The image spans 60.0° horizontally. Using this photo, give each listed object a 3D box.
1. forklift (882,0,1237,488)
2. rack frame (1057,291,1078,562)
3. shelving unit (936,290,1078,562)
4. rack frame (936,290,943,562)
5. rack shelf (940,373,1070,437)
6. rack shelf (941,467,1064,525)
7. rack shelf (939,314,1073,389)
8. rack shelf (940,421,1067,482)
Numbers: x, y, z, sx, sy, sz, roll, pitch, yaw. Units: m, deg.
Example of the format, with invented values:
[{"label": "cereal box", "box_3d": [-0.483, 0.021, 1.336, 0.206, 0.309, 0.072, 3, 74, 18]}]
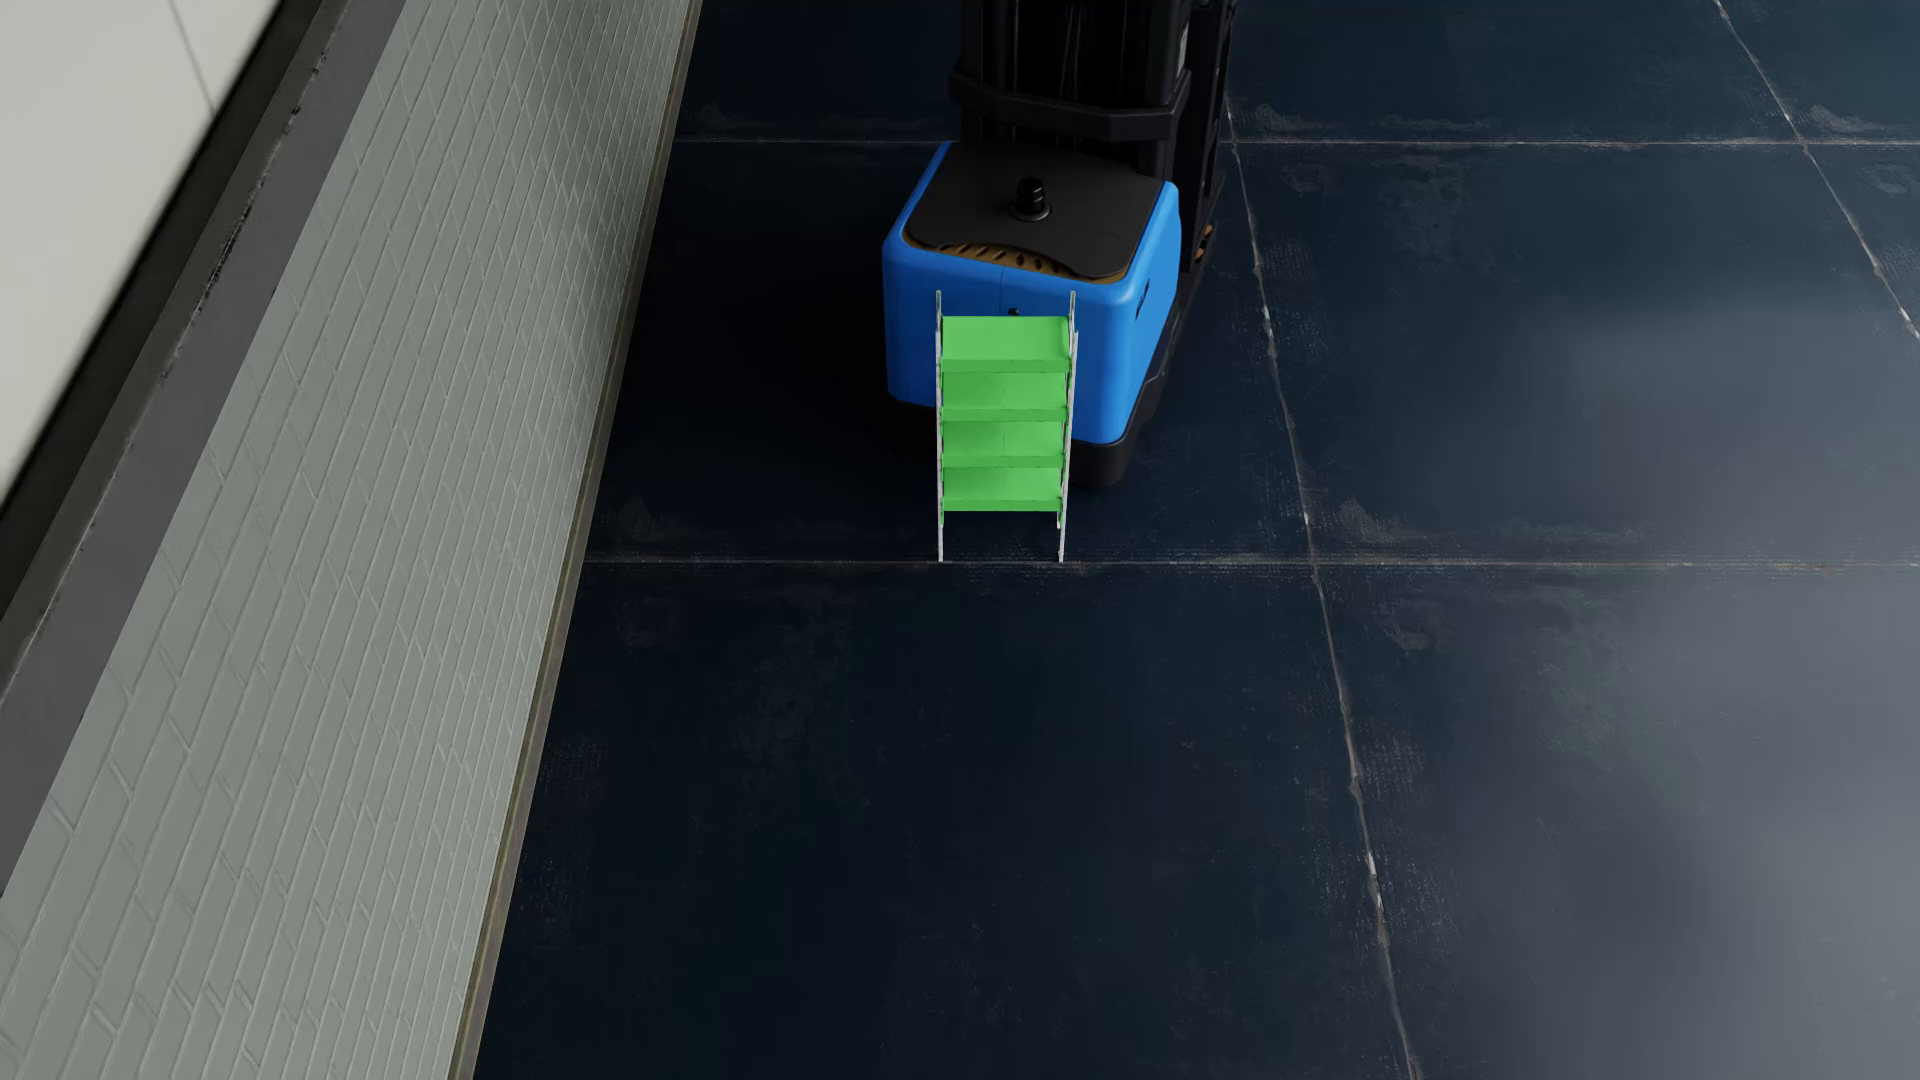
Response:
[{"label": "forklift", "box_3d": [0.618, -2.318, 6.986, 1.130, 2.935, 3.031, 13, 48, 12]}, {"label": "rack frame", "box_3d": [0.410, -0.408, 6.391, 0.015, 1.200, 0.240, 0, 47, 0]}, {"label": "shelving unit", "box_3d": [0.166, -0.408, 6.391, 0.503, 1.200, 0.258, 0, 47, 0]}, {"label": "rack frame", "box_3d": [-0.078, -0.409, 6.392, 0.015, 1.200, 0.240, 0, 47, 0]}, {"label": "rack shelf", "box_3d": [0.166, -0.528, 6.262, 0.480, 0.148, 0.258, 0, 47, 0]}, {"label": "rack shelf", "box_3d": [0.166, -0.201, 6.614, 0.480, 0.148, 0.258, 0, 47, 0]}, {"label": "rack shelf", "box_3d": [0.166, -0.692, 6.087, 0.480, 0.148, 0.258, 0, 47, 0]}, {"label": "rack shelf", "box_3d": [0.166, -0.365, 6.438, 0.480, 0.148, 0.258, 0, 47, 0]}]
